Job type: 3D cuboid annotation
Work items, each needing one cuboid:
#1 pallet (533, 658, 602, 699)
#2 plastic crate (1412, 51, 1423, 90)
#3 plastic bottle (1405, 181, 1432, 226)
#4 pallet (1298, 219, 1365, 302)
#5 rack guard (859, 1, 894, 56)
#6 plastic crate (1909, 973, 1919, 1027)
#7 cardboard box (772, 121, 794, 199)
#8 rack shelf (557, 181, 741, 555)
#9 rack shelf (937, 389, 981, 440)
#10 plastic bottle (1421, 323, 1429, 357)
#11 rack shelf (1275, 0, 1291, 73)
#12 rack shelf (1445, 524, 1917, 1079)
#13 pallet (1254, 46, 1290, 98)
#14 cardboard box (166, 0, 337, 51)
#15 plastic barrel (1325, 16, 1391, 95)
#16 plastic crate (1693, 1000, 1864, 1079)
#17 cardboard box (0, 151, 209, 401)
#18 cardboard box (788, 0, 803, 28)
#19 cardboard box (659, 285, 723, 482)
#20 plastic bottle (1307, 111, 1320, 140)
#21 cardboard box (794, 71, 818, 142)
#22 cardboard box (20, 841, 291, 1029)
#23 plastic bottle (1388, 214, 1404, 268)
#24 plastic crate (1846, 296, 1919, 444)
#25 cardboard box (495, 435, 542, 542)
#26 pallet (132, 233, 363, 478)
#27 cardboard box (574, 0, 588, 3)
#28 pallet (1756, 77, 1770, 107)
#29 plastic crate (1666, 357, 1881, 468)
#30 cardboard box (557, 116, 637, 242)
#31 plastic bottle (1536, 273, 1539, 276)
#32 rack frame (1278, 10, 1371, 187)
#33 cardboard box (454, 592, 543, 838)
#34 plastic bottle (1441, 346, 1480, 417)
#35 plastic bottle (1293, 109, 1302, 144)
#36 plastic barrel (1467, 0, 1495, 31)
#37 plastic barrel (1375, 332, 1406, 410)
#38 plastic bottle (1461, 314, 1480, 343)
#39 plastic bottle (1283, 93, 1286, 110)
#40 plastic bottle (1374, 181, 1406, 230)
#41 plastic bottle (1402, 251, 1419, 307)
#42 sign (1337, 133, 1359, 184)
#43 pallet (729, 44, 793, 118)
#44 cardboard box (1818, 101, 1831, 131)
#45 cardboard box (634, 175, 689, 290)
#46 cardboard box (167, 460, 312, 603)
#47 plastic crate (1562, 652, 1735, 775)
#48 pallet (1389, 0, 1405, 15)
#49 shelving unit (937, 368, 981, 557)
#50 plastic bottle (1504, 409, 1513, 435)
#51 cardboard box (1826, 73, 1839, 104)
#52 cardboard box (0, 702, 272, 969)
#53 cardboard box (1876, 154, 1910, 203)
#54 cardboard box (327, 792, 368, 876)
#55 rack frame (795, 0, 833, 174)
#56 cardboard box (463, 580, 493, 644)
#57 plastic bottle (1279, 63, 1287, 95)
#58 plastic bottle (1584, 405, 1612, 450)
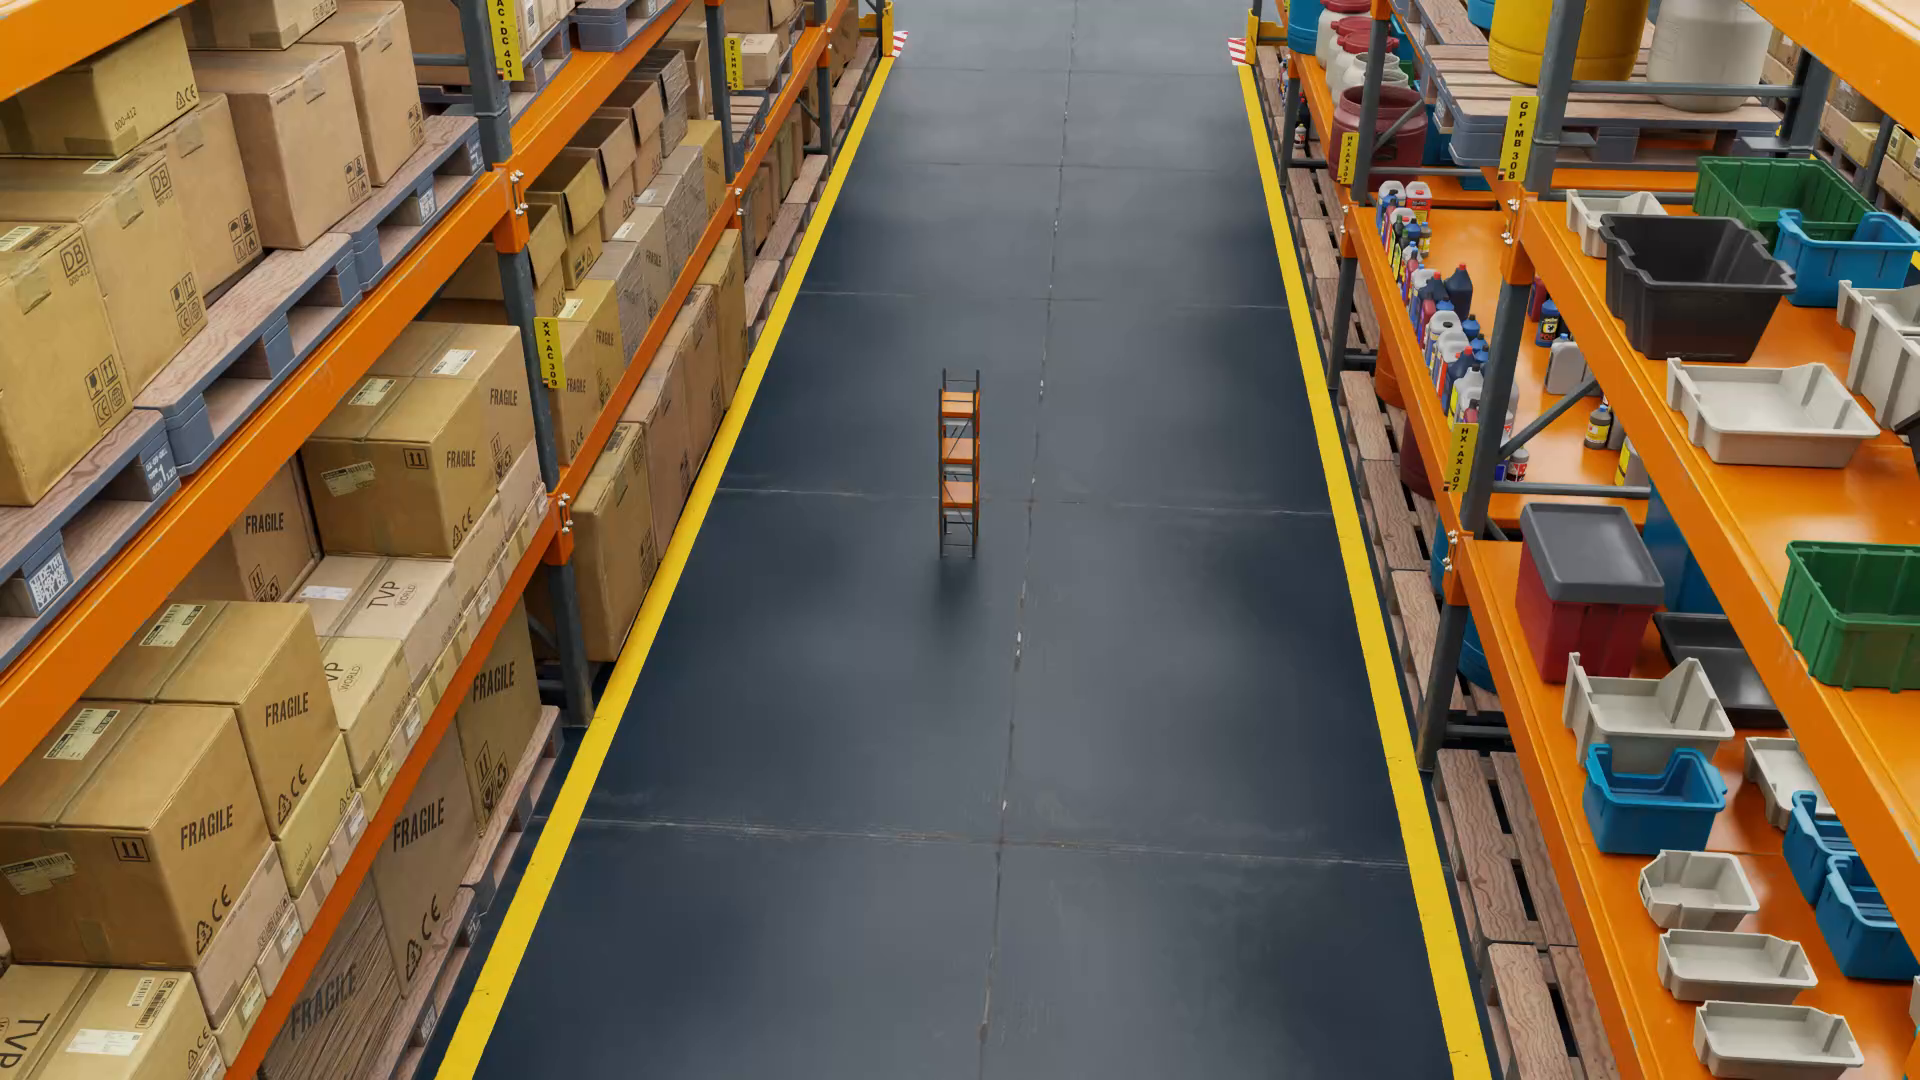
[{"bbox_3d":[-2.304,0.368,8.732,1.003,0.211,1.213,2,32,4],"label":"pallet"},{"bbox_3d":[3.407,-3.152,11.725,0.402,0.464,0.583,2,32,4],"label":"plastic crate"},{"bbox_3d":[2.764,-2.021,10.069,0.152,0.276,0.135,2,32,4],"label":"plastic bottle"},{"bbox_3d":[3.174,-2.145,12.810,1.003,0.211,1.213,2,32,4],"label":"pallet"},{"bbox_3d":[-1.321,-5.584,18.114,1.175,0.500,0.348,2,32,4],"label":"rack guard"},{"bbox_3d":[2.831,1.343,4.686,0.250,0.136,0.298,2,32,4],"label":"plastic crate"},{"bbox_3d":[-1.770,-3.150,13.746,0.700,0.500,0.500,2,32,4],"label":"cardboard box"},{"bbox_3d":[-2.129,-1.152,9.226,1.077,0.370,4.000,2,32,4],"label":"rack shelf"},{"bbox_3d":[-0.004,-0.652,9.066,0.215,0.259,0.240,2,32,4],"label":"rack shelf"},{"bbox_3d":[2.437,-1.045,8.555,0.097,0.201,0.097,0,32,0],"label":"plastic bottle"},{"bbox_3d":[3.459,-5.124,15.671,1.077,0.370,4.000,2,32,4],"label":"rack shelf"},{"bbox_3d":[2.482,1.151,5.489,1.077,0.370,4.000,2,32,4],"label":"rack shelf"},{"bbox_3d":[3.591,-4.822,17.154,1.003,0.211,1.213,2,32,4],"label":"pallet"},{"bbox_3d":[-2.375,-1.781,5.397,0.500,0.250,0.500,0,32,1],"label":"cardboard box"},{"bbox_3d":[2.940,-3.568,12.331,0.433,0.535,0.433,0,32,0],"label":"plastic barrel"},{"bbox_3d":[2.243,1.392,4.606,0.396,0.136,0.243,2,32,4],"label":"plastic crate"},{"bbox_3d":[-2.469,-0.698,4.353,0.700,0.500,0.500,0,32,1],"label":"cardboard box"},{"bbox_3d":[-1.845,-4.621,13.197,1.000,1.000,1.000,3,32,4],"label":"cardboard box"},{"bbox_3d":[-2.124,-0.953,9.842,1.225,0.875,0.875,3,32,4],"label":"cardboard box"},{"bbox_3d":[3.205,-3.787,14.921,0.144,0.351,0.185,2,32,4],"label":"plastic bottle"},{"bbox_3d":[-1.568,-3.918,15.011,0.500,0.500,0.500,2,32,2],"label":"cardboard box"},{"bbox_3d":[-2.274,1.105,4.738,0.500,0.250,0.500,2,32,3],"label":"cardboard box"},{"bbox_3d":[2.519,-1.720,9.574,0.061,0.283,0.133,2,32,4],"label":"plastic bottle"},{"bbox_3d":[2.807,-0.482,4.707,0.437,0.282,0.530,2,32,4],"label":"plastic crate"},{"bbox_3d":[-2.066,-0.233,6.909,0.500,0.250,0.500,2,32,3],"label":"cardboard box"},{"bbox_3d":[-2.471,-0.588,4.851,1.003,0.211,1.213,2,32,4],"label":"pallet"},{"bbox_3d":[-2.111,-2.935,8.076,0.797,0.503,0.637,2,32,3],"label":"cardboard box"},{"bbox_3d":[8.538,-4.674,16.913,1.003,0.211,1.213,2,32,4],"label":"pallet"},{"bbox_3d":[2.240,-0.365,4.656,0.437,0.136,0.530,2,32,4],"label":"plastic crate"},{"bbox_3d":[-2.146,-1.901,8.704,0.797,0.503,0.637,3,32,6],"label":"cardboard box"},{"bbox_3d":[3.268,-1.493,9.283,0.097,0.201,0.097,0,32,0],"label":"plastic bottle"},{"bbox_3d":[3.296,-4.384,13.785,1.000,3.000,0.127,2,32,4],"label":"rack frame"},{"bbox_3d":[-2.426,0.655,7.233,0.875,0.875,0.875,2,32,4],"label":"cardboard box"},{"bbox_3d":[2.408,-0.771,7.970,0.144,0.351,0.185,2,32,4],"label":"plastic bottle"},{"bbox_3d":[3.006,-3.681,14.814,0.061,0.283,0.133,4,32,6],"label":"plastic bottle"},{"bbox_3d":[2.631,-2.769,7.428,0.600,0.901,0.708,2,32,4],"label":"plastic barrel"},{"bbox_3d":[2.947,-1.291,10.434,0.600,0.830,0.708,2,32,4],"label":"plastic barrel"},{"bbox_3d":[2.581,-1.017,8.444,0.097,0.271,0.097,0,32,0],"label":"plastic bottle"},{"bbox_3d":[3.102,-4.146,15.647,0.097,0.201,0.097,0,32,0],"label":"plastic bottle"},{"bbox_3d":[2.613,-2.027,10.079,0.152,0.276,0.135,2,32,4],"label":"plastic bottle"},{"bbox_3d":[2.473,-1.428,9.100,0.061,0.283,0.133,2,32,4],"label":"plastic bottle"},{"bbox_3d":[2.421,-2.382,10.381,0.100,0.325,0.005,2,32,4],"label":"sign"},{"bbox_3d":[-1.846,-3.459,12.467,1.003,0.211,1.213,2,32,4],"label":"pallet"},{"bbox_3d":[8.129,-3.954,15.308,0.500,0.250,0.500,2,32,4],"label":"cardboard box"},{"bbox_3d":[-1.845,-1.746,9.409,0.500,0.500,0.500,1,32,2],"label":"cardboard box"},{"bbox_3d":[-2.671,-0.026,5.857,0.500,0.500,0.500,1,32,2],"label":"cardboard box"},{"bbox_3d":[2.337,0.614,5.730,0.437,0.282,0.530,2,32,4],"label":"plastic crate"},{"bbox_3d":[2.810,-3.093,9.012,1.003,0.211,1.213,2,32,4],"label":"pallet"},{"bbox_3d":[-0.004,-0.419,9.209,0.215,1.050,0.252,2,32,4],"label":"shelving unit"},{"bbox_3d":[2.510,-0.532,7.723,0.097,0.201,0.097,0,32,0],"label":"plastic bottle"},{"bbox_3d":[8.142,-4.273,15.110,0.500,0.500,0.500,2,32,4],"label":"cardboard box"},{"bbox_3d":[-2.269,0.796,4.524,0.500,0.500,0.500,2,32,3],"label":"cardboard box"},{"bbox_3d":[7.953,-2.979,13.725,0.500,0.250,0.500,2,32,3],"label":"cardboard box"},{"bbox_3d":[-2.158,0.942,5.382,0.380,0.149,0.250,2,32,3],"label":"cardboard box"},{"bbox_3d":[-1.641,-4.596,14.129,1.000,3.000,0.127,2,32,4],"label":"rack frame"},{"bbox_3d":[-2.053,0.271,6.471,0.380,0.149,0.250,3,32,5],"label":"cardboard box"},{"bbox_3d":[3.127,-4.454,16.069,0.061,0.283,0.133,3,32,5],"label":"plastic bottle"},{"bbox_3d":[2.966,-0.529,7.719,0.097,0.201,0.097,0,32,0],"label":"plastic bottle"}]
